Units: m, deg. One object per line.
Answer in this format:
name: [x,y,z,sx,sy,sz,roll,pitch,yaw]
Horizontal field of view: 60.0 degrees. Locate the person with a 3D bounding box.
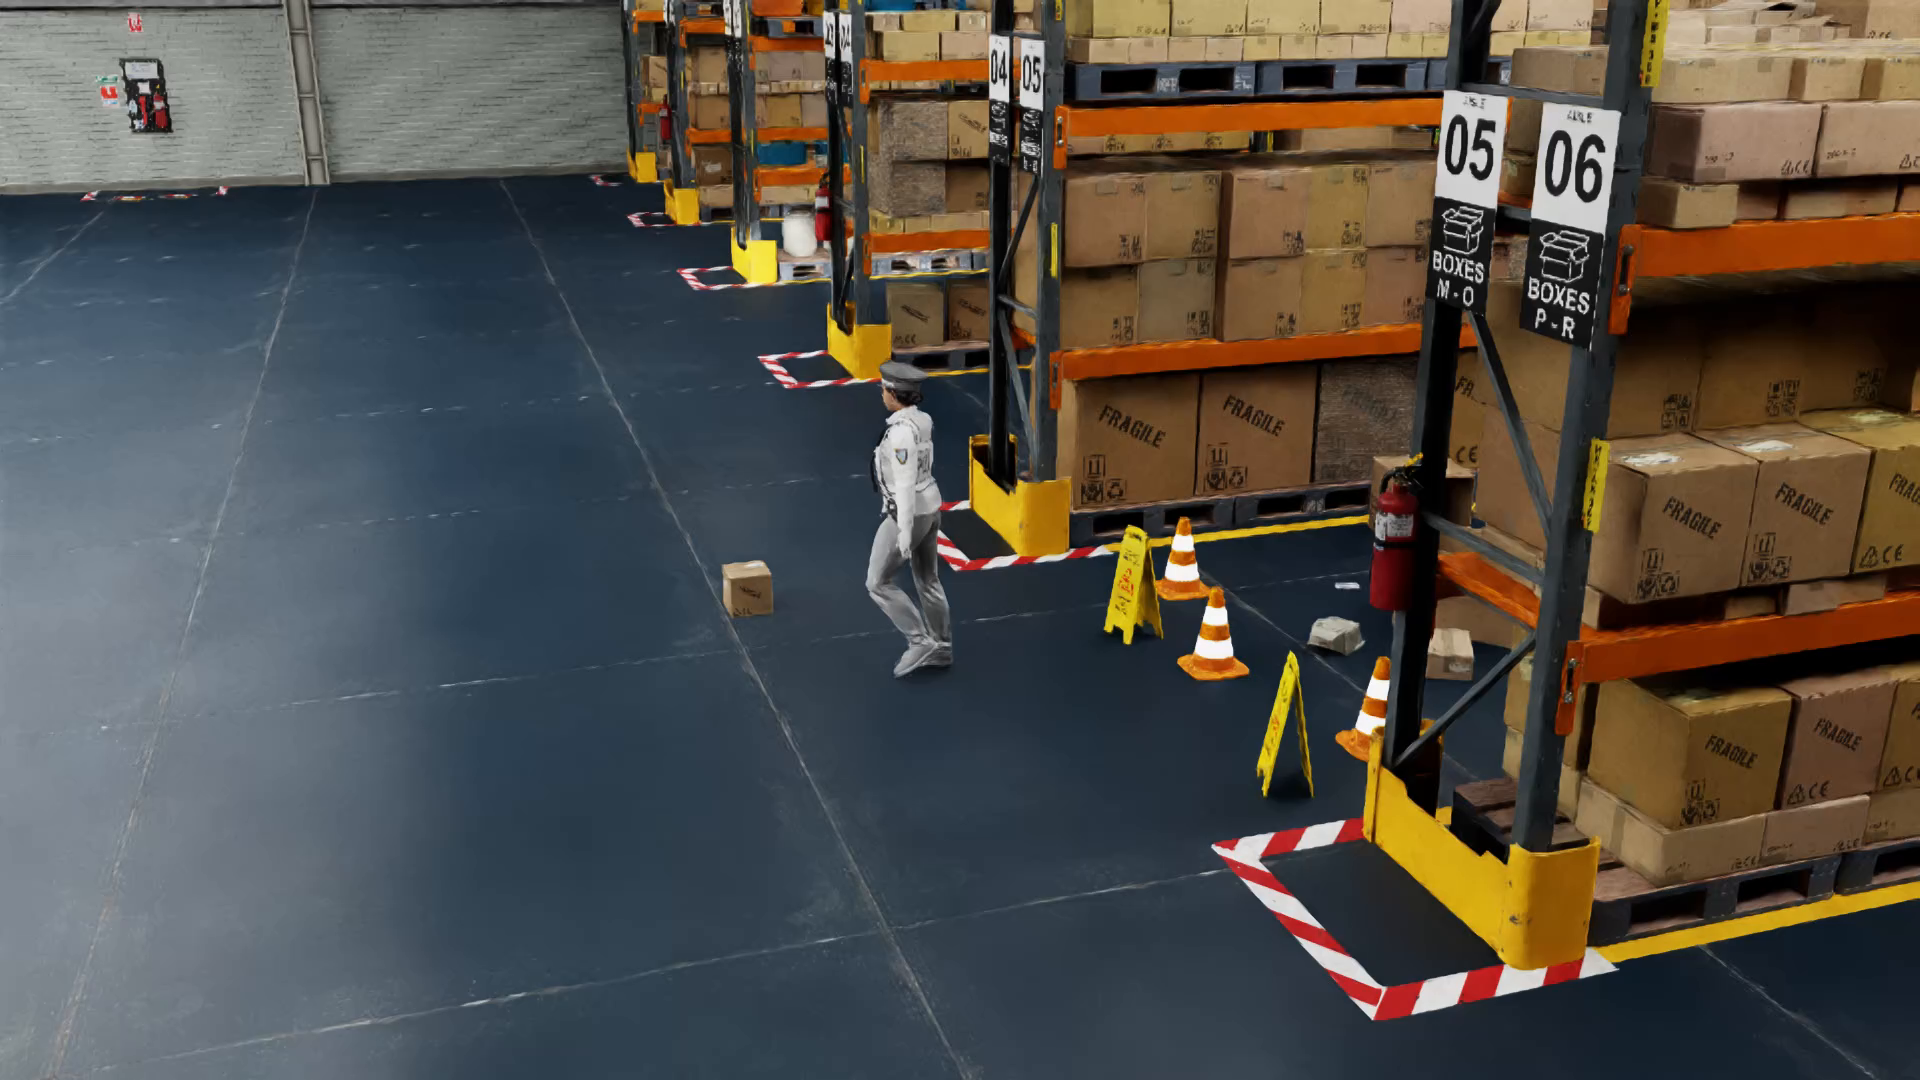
person: [-0.247,-0.114,8.851,0.430,1.663,0.536,6,20,16]
